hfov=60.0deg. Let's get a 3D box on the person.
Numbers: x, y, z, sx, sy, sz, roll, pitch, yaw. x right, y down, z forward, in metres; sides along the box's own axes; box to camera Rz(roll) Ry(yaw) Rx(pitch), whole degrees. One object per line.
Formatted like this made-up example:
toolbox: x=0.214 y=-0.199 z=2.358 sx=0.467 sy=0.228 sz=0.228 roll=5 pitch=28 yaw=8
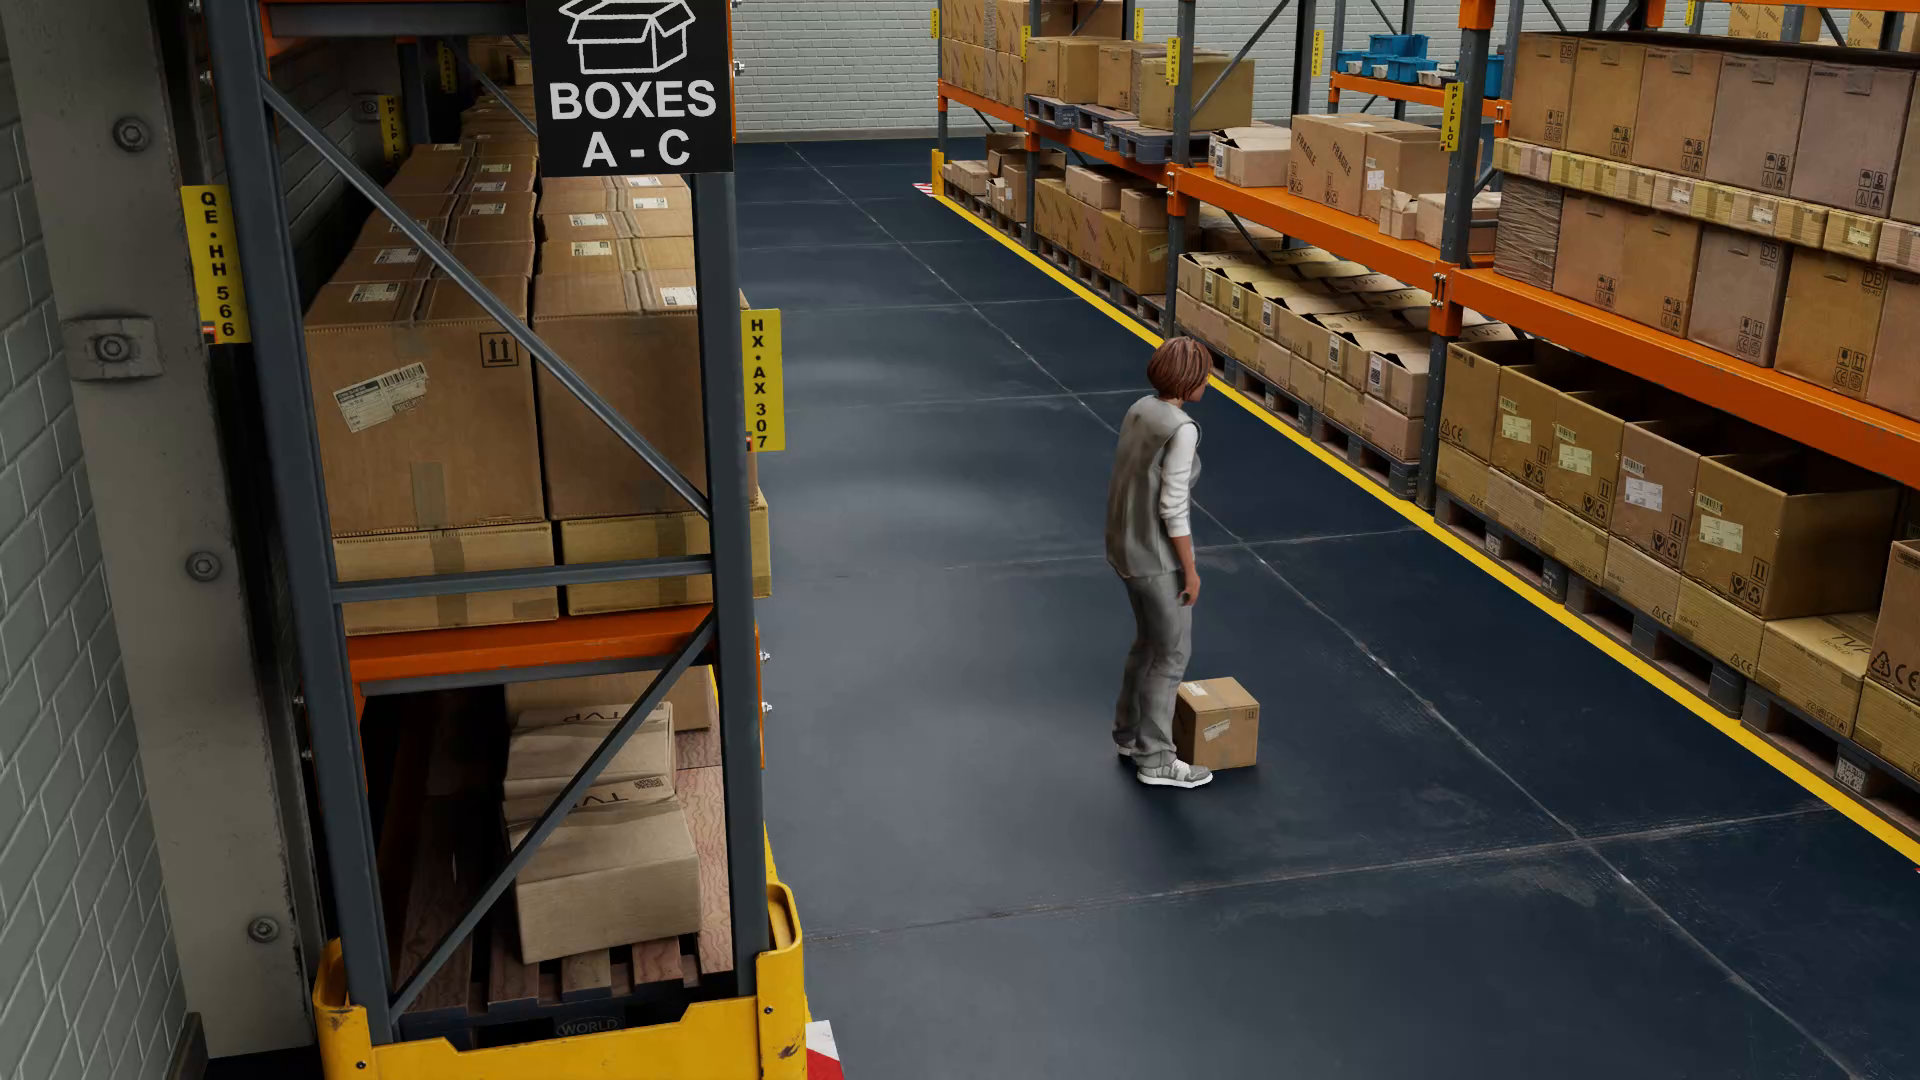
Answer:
person: x=0.702 y=0.078 z=5.888 sx=0.344 sy=1.582 sz=0.485 roll=-6 pitch=21 yaw=-16
